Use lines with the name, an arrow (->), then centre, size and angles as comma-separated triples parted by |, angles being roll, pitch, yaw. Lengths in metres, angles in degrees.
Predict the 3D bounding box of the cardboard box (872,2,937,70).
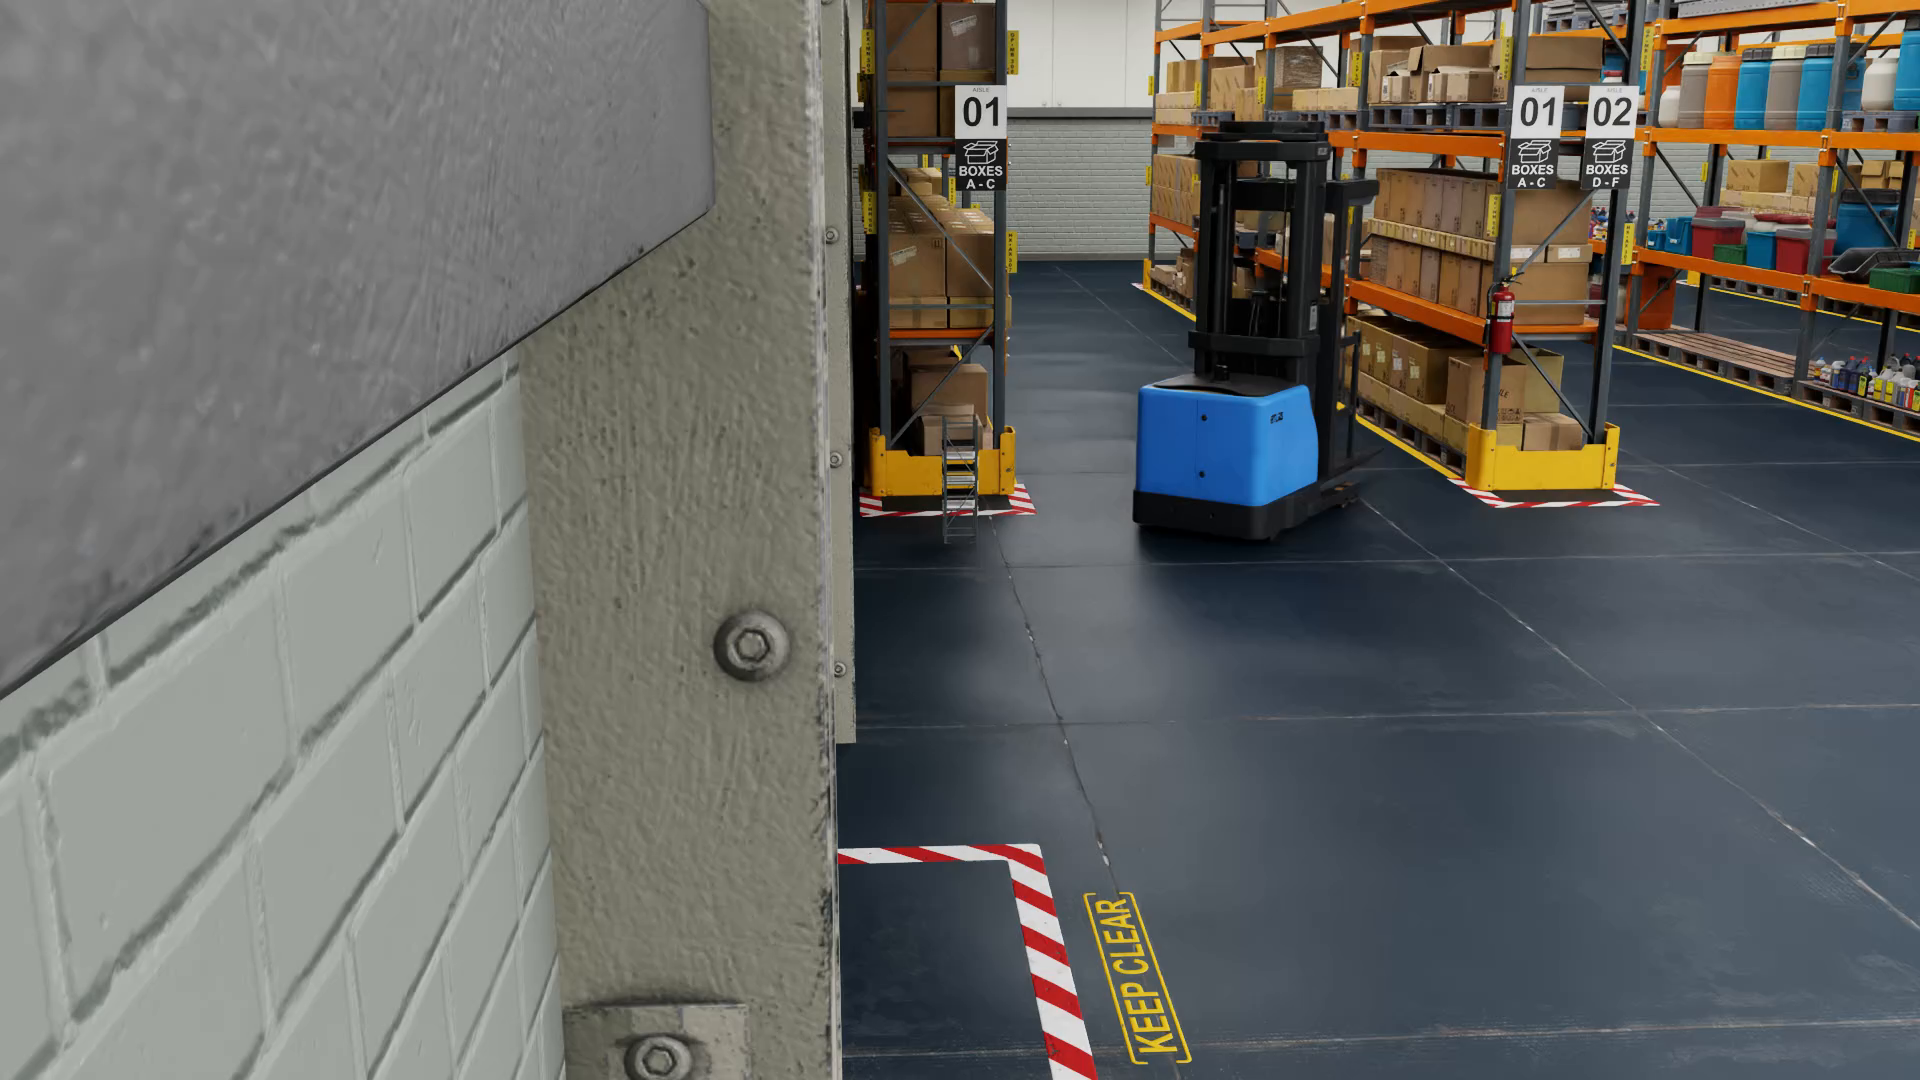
cardboard box -> -0.431, -3.934, 13.030 | 0.500, 0.500, 0.500 | 0, 14, -1

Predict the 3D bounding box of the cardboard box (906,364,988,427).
cardboard box -> -0.127, -1.337, 15.337 | 0.700, 0.500, 0.500 | -2, 15, -7

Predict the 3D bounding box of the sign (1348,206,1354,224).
sign -> 4.012, -3.420, 17.133 | 0.100, 0.325, 0.005 | -1, 14, -3

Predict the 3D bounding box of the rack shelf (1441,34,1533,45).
rack shelf -> 8.877, -7.834, 26.661 | 1.077, 0.370, 4.000 | -1, 14, -3

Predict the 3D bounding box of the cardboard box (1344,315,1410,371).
cardboard box -> 4.269, -2.023, 17.040 | 0.500, 0.500, 0.500 | -1, 14, -3

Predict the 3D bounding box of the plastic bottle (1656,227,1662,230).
plastic bottle -> 9.393, -4.104, 22.354 | 0.097, 0.201, 0.097 | 0, 14, 0

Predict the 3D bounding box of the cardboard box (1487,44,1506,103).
cardboard box -> 4.970, -4.103, 14.609 | 0.500, 0.500, 0.500 | -1, 14, -3

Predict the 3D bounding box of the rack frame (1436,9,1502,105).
rack frame -> 8.753, -8.874, 28.455 | 1.000, 3.000, 0.127 | -1, 14, -3

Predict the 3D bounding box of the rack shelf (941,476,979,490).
rack shelf -> 0.000, -0.406, 11.930 | 0.258, 0.077, 0.200 | -1, 14, -3

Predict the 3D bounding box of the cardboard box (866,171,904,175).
cardboard box -> -1.015, -4.883, 22.642 | 0.500, 0.250, 0.500 | -1, 14, -5

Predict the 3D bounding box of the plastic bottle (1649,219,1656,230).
plastic bottle -> 9.514, -4.264, 22.836 | 0.097, 0.271, 0.097 | 0, 14, 0

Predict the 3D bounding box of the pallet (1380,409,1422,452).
pallet -> 4.639, -1.055, 15.704 | 1.003, 0.211, 1.213 | -1, 14, -3

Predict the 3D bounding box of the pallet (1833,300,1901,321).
pallet -> 14.068, -3.509, 25.240 | 1.003, 0.211, 1.213 | -1, 14, -3

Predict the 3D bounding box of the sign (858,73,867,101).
sign -> -1.194, -5.561, 20.402 | 0.100, 0.325, 0.005 | -1, 14, -3

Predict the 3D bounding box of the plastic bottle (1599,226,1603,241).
plastic bottle -> 8.765, -4.184, 22.666 | 0.097, 0.201, 0.097 | 0, 14, 0

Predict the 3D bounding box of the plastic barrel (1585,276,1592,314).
plastic barrel -> 9.007, -3.518, 23.831 | 0.421, 0.512, 0.421 | 0, 14, 0

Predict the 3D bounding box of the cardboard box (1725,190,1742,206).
cardboard box -> 13.496, -5.863, 28.499 | 0.500, 0.250, 0.500 | -1, 14, -4

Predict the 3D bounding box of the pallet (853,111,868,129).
pallet -> -0.732, -5.346, 21.144 | 1.213, 0.211, 1.003 | 0, 14, -1

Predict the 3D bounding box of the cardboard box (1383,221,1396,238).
cardboard box -> 4.409, -3.074, 16.453 | 0.380, 0.149, 0.250 | -1, 14, -5

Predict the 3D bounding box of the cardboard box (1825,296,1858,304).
cardboard box -> 14.004, -4.065, 25.228 | 1.225, 0.875, 0.875 | -1, 14, -3

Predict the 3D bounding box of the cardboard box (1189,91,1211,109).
cardboard box -> 3.756, -6.637, 25.079 | 0.500, 0.250, 0.500 | -1, 14, -3

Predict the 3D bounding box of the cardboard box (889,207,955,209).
cardboard box -> -0.389, -3.219, 17.436 | 0.700, 0.500, 0.500 | -1, 14, -3

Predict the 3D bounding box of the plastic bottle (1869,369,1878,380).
plastic bottle -> 9.191, -1.585, 16.761 | 0.097, 0.271, 0.097 | 0, 14, 0

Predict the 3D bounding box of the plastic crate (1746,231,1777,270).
plastic crate -> 9.118, -3.246, 18.653 | 0.392, 0.384, 0.575 | -1, 14, -3

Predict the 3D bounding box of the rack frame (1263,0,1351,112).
rack frame -> 4.305, -6.808, 20.429 | 1.000, 3.000, 0.127 | -1, 14, -3

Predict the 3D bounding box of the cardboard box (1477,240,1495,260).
cardboard box -> 4.569, -2.433, 13.961 | 0.380, 0.149, 0.250 | -1, 14, -2

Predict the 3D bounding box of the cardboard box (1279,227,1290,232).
cardboard box -> 4.284, -3.769, 20.833 | 0.500, 0.311, 0.500 | 0, 14, 0

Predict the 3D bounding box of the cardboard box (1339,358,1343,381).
cardboard box -> 4.238, -1.879, 17.984 | 0.500, 0.250, 0.500 | -1, 14, -4

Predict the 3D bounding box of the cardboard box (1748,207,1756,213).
cardboard box -> 13.471, -5.510, 27.925 | 0.380, 0.149, 0.250 | -1, 14, -4

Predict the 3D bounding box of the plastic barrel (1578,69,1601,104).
plastic barrel -> 9.260, -6.497, 24.017 | 0.600, 0.588, 0.600 | 0, 14, 0

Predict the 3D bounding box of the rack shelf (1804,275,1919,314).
rack shelf -> 9.621, -2.138, 15.760 | 1.077, 0.370, 4.000 | -1, 14, -3

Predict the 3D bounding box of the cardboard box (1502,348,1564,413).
cardboard box -> 4.956, -1.410, 14.655 | 0.500, 0.500, 0.500 | -1, 14, -3

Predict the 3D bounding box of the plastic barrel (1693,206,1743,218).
plastic barrel -> 9.580, -3.934, 21.023 | 0.600, 0.536, 0.708 | -1, 14, -3

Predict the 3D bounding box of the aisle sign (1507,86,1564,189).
aisle sign -> 4.511, -3.152, 13.038 | 0.394, 0.787, 0.004 | -1, 14, -3

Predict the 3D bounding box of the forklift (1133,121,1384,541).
forklift -> 2.510, -1.727, 12.856 | 1.130, 2.935, 3.031 | 9, 17, 32

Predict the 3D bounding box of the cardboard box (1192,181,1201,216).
cardboard box -> 3.863, -5.028, 24.507 | 0.700, 0.500, 0.500 | -6, 16, -22

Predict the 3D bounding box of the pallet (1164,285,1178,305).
pallet -> 3.937, -4.022, 27.236 | 1.003, 0.211, 1.213 | -1, 14, -3

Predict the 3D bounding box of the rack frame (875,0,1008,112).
rack frame -> -0.143, -4.741, 12.395 | 1.000, 3.000, 0.127 | -1, 14, -3

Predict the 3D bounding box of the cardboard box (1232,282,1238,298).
cardboard box -> 3.981, -3.263, 22.823 | 0.500, 0.500, 0.500 | -1, 14, -5

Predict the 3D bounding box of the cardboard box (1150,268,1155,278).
cardboard box -> 3.492, -4.616, 28.784 | 0.380, 0.149, 0.250 | -1, 14, -3

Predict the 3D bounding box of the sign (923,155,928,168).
sign -> -0.592, -6.496, 28.454 | 0.100, 0.325, 0.005 | -1, 14, -3

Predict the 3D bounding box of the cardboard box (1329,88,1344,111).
cardboard box -> 4.495, -4.968, 18.754 | 0.500, 0.250, 0.500 | -2, 15, -8

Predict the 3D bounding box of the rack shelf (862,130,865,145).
rack shelf -> -1.011, -6.422, 26.391 | 1.077, 0.370, 4.000 | -1, 14, -3

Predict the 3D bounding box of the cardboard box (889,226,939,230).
cardboard box -> -0.406, -2.376, 13.995 | 0.500, 0.500, 0.500 | -1, 14, -3

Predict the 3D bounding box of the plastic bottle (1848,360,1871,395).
plastic bottle -> 9.144, -1.660, 16.891 | 0.144, 0.351, 0.185 | -1, 15, -6

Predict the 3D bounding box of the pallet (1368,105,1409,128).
pallet -> 4.631, -4.106, 16.124 | 1.003, 0.211, 1.213 | -1, 14, -3

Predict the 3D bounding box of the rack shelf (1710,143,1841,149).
rack shelf -> 13.821, -6.652, 27.282 | 1.077, 0.370, 4.000 | -1, 14, -3

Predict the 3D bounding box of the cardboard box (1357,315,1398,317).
cardboard box -> 4.717, -2.412, 18.929 | 0.500, 0.311, 0.500 | -1, 14, -5

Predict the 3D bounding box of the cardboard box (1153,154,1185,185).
cardboard box -> 3.573, -6.311, 28.327 | 0.500, 0.500, 0.500 | 0, 14, -2

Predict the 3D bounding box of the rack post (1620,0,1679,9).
rack post -> 9.163, -7.027, 21.430 | 0.954, 0.300, 0.937 | -1, 14, -3

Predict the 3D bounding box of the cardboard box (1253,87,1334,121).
cardboard box -> 4.244, -5.512, 21.210 | 0.910, 0.500, 0.500 | -1, 14, -3

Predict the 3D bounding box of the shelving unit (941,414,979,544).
shelving unit -> 0.000, -0.438, 11.922 | 0.258, 0.900, 0.210 | -1, 14, -3

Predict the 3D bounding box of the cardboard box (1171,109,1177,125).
cardboard box -> 3.675, -6.768, 26.592 | 0.500, 0.250, 0.500 | -1, 14, -3

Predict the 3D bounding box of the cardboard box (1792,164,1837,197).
cardboard box -> 13.622, -5.719, 26.434 | 0.500, 0.500, 0.500 | -1, 14, -3
